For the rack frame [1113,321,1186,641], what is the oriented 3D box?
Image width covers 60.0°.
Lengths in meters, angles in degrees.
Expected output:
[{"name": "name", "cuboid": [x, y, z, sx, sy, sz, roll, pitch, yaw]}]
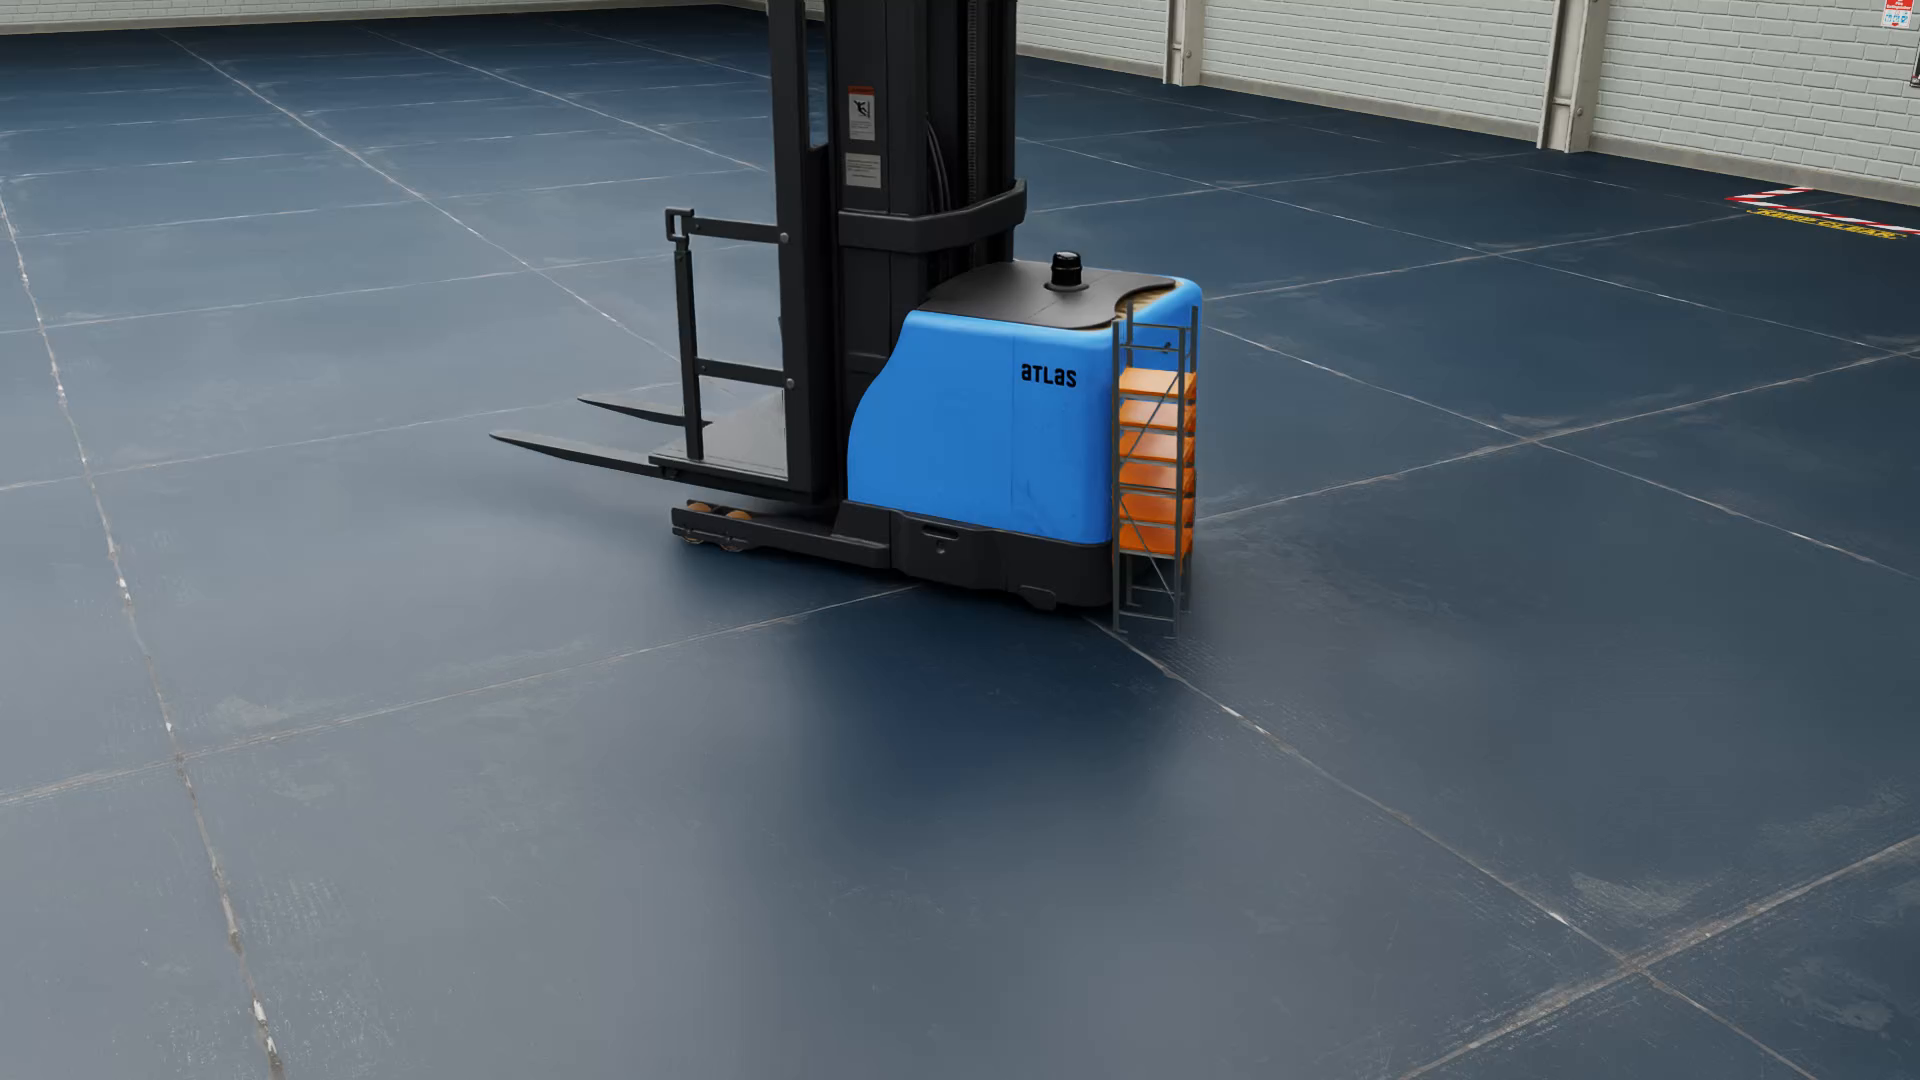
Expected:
[{"name": "rack frame", "cuboid": [0.639, -0.177, 5.666, 0.240, 1.200, 0.006, 8, 32, 18]}]

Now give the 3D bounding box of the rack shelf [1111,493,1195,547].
[{"name": "rack shelf", "cuboid": [0.677, -0.079, 5.822, 0.258, 0.103, 0.180, 8, 32, 18]}]

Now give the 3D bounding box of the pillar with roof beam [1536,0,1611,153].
[{"name": "pillar with roof beam", "cuboid": [2.157, -7.139, 12.426, 9.100, 9.000, 0.400, -13, 25, -28]}]

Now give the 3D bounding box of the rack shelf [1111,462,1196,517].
[{"name": "rack shelf", "cuboid": [0.671, -0.183, 5.762, 0.258, 0.103, 0.180, 8, 32, 18]}]

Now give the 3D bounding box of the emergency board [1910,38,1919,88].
[{"name": "emergency board", "cuboid": [7.705, -4.060, 12.816, 0.157, 1.169, 0.626, -13, 25, -28]}]

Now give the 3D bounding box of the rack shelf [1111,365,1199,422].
[{"name": "rack shelf", "cuboid": [0.654, -0.494, 5.583, 0.258, 0.103, 0.180, 8, 32, 18]}]

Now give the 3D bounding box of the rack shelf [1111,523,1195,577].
[{"name": "rack shelf", "cuboid": [0.683, 0.025, 5.882, 0.258, 0.103, 0.180, 8, 32, 18]}]

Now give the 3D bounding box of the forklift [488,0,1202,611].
[{"name": "forklift", "cuboid": [-0.597, -1.471, 6.538, 3.031, 2.935, 1.130, 11, 25, 25]}]

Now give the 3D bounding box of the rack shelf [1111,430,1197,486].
[{"name": "rack shelf", "cuboid": [0.666, -0.286, 5.703, 0.258, 0.103, 0.180, 8, 32, 18]}]

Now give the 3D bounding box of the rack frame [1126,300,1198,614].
[{"name": "rack frame", "cuboid": [0.700, -0.265, 5.814, 0.240, 1.200, 0.006, 8, 32, 18]}]

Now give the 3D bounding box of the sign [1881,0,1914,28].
[{"name": "sign", "cuboid": [7.500, -4.269, 13.283, 0.001, 0.329, 0.234, -13, 25, -28]}]

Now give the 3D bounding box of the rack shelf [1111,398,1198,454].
[{"name": "rack shelf", "cuboid": [0.660, -0.390, 5.643, 0.258, 0.103, 0.180, 8, 32, 18]}]

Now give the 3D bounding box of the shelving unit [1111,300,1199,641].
[{"name": "shelving unit", "cuboid": [0.669, -0.221, 5.740, 0.258, 1.200, 0.189, 8, 32, 18]}]

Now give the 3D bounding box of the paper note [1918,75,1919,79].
[{"name": "paper note", "cuboid": [7.663, -3.716, 13.140, 0.016, 0.148, 0.142, -13, 25, -28]}]

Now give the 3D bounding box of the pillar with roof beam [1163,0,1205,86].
[{"name": "pillar with roof beam", "cuboid": [-0.907, -9.082, 17.204, 9.100, 9.000, 0.400, -13, 25, -28]}]

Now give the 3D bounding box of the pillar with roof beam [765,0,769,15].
[{"name": "pillar with roof beam", "cuboid": [-7.037, -12.966, 26.761, 9.100, 9.000, 0.400, -13, 25, -28]}]
